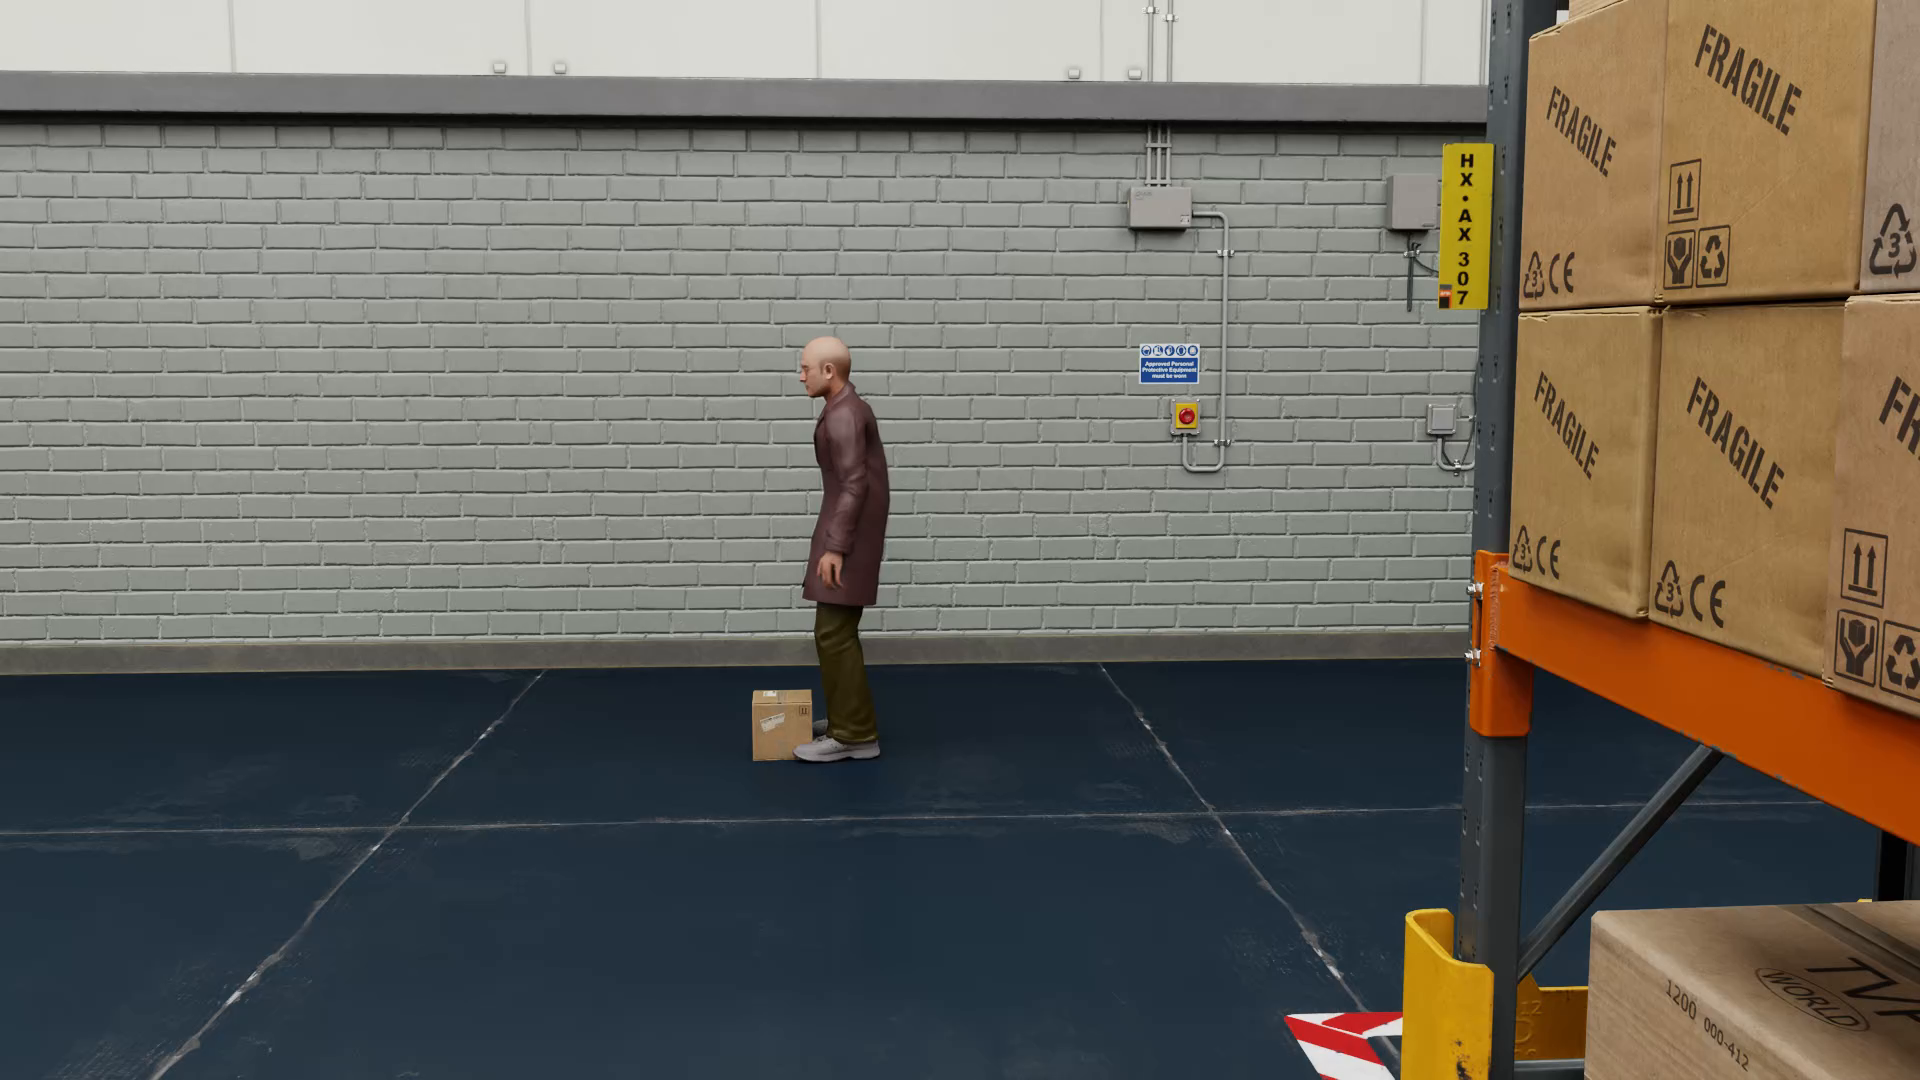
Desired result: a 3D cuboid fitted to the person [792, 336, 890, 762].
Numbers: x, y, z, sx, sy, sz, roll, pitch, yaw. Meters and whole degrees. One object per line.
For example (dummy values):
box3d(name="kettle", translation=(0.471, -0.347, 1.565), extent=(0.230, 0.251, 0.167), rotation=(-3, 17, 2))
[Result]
box3d(name="person", translation=(-0.510, 0.030, 7.048), extent=(0.428, 1.773, 0.642), rotation=(0, 7, -4))
